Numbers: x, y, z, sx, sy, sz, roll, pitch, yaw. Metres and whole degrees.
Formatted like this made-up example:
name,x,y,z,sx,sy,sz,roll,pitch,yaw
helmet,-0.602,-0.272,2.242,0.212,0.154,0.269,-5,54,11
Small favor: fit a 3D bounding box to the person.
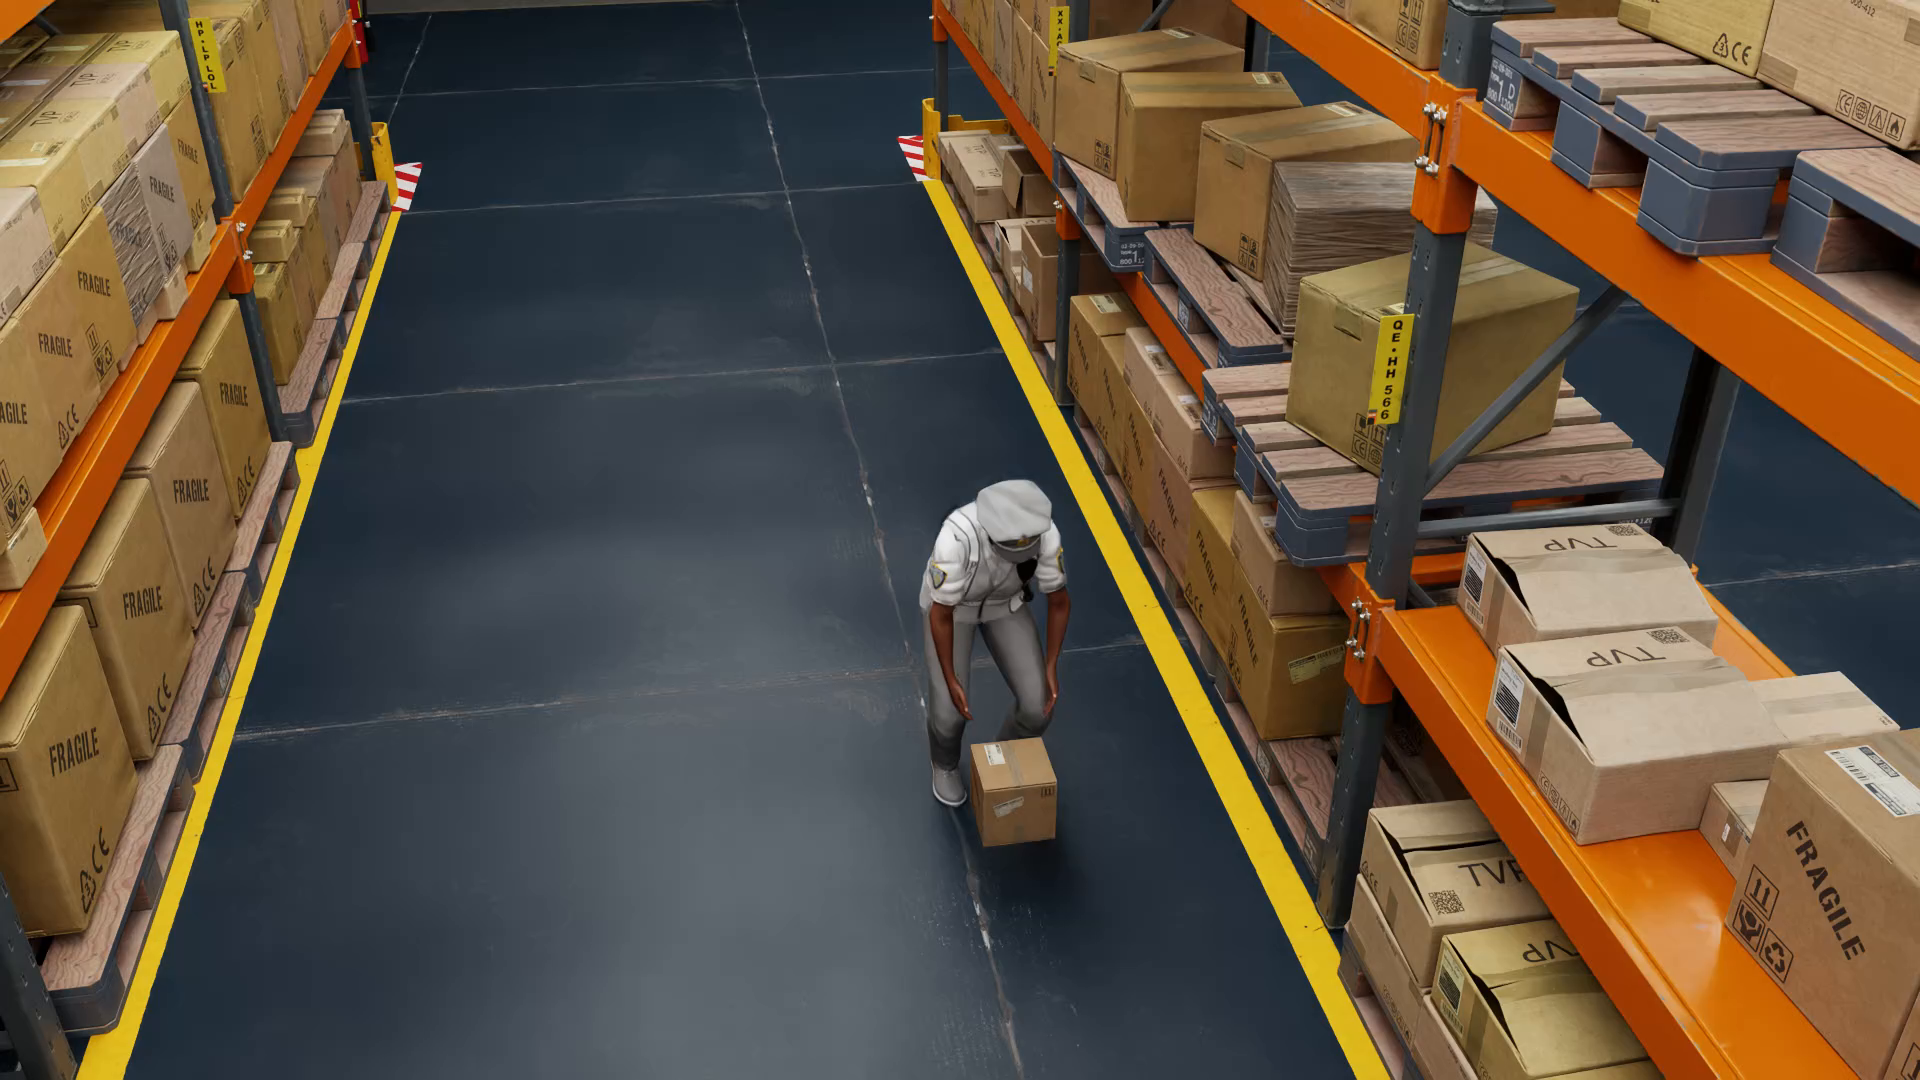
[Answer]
name,x,y,z,sx,sy,sz,roll,pitch,yaw
person,0.124,0.336,5.848,0.496,1.388,0.707,-6,31,-10
